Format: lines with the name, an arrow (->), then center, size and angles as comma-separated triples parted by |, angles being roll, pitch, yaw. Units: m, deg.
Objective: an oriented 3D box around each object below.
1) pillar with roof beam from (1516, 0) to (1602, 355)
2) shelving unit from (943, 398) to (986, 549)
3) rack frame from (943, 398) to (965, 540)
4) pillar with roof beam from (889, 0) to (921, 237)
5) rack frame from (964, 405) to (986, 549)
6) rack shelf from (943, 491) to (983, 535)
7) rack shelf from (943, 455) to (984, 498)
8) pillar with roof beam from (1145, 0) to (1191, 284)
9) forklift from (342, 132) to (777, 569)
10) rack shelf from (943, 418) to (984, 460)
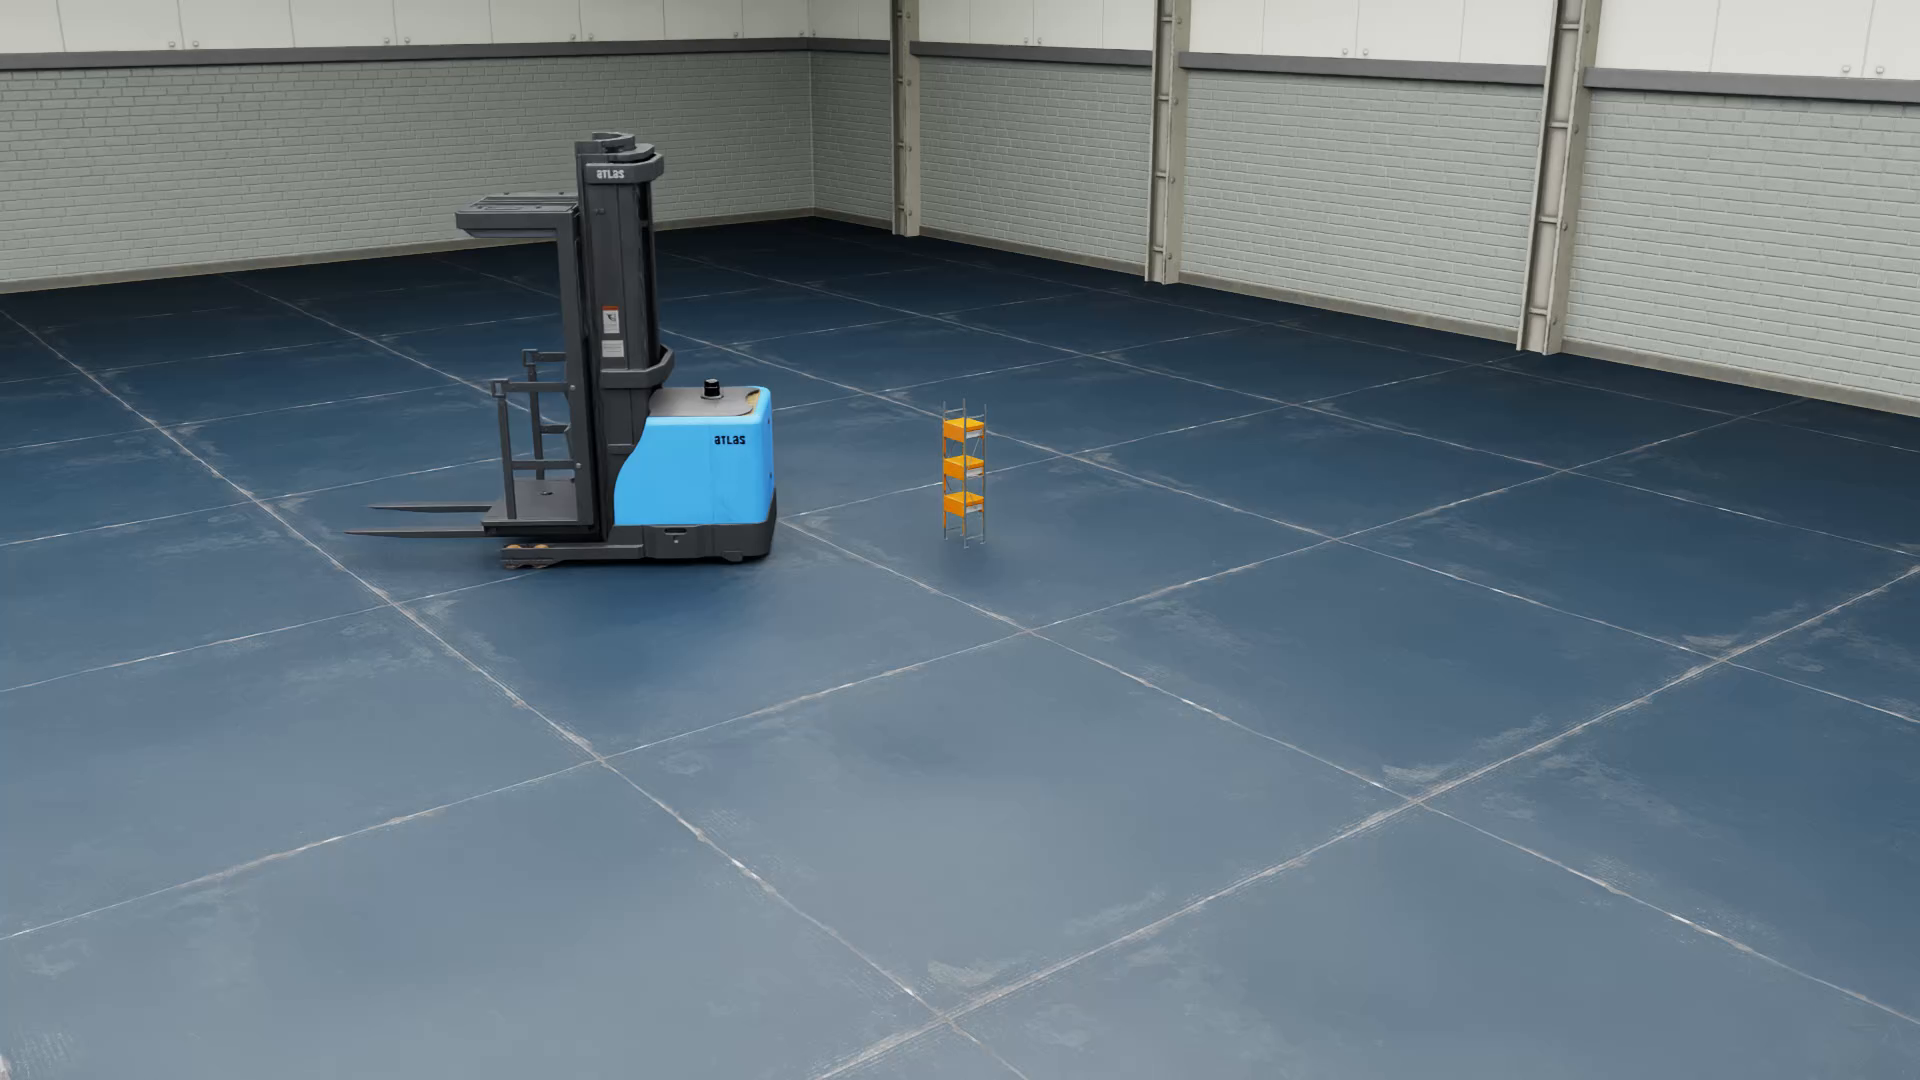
pillar with roof beam -> 3.184, -5.577, 14.889 | 9.100, 9.000, 0.400 | -14, 23, -36
shelving unit -> 0.033, -0.485, 12.158 | 0.215, 1.050, 0.252 | -14, 23, -36
rack frame -> -0.043, -0.515, 12.248 | 0.200, 1.050, 0.008 | -14, 23, -36
pillar with roof beam -> -4.266, -8.534, 23.819 | 9.100, 9.000, 0.400 | -14, 23, -36
rack frame -> 0.109, -0.455, 12.067 | 0.200, 1.050, 0.008 | -14, 23, -36
rack shelf -> 0.033, -0.211, 12.248 | 0.215, 0.259, 0.240 | -14, 23, -36
rack shelf -> 0.033, -0.475, 12.161 | 0.215, 0.259, 0.240 | -14, 23, -36
pillar with roof beam -> -0.541, -7.055, 19.354 | 9.100, 9.000, 0.400 | -14, 23, -36
forklift -> -2.895, -1.358, 11.801 | 3.031, 2.935, 1.130 | -1, 18, -2
rack shelf -> 0.033, -0.745, 12.072 | 0.215, 0.259, 0.240 | -14, 23, -36
